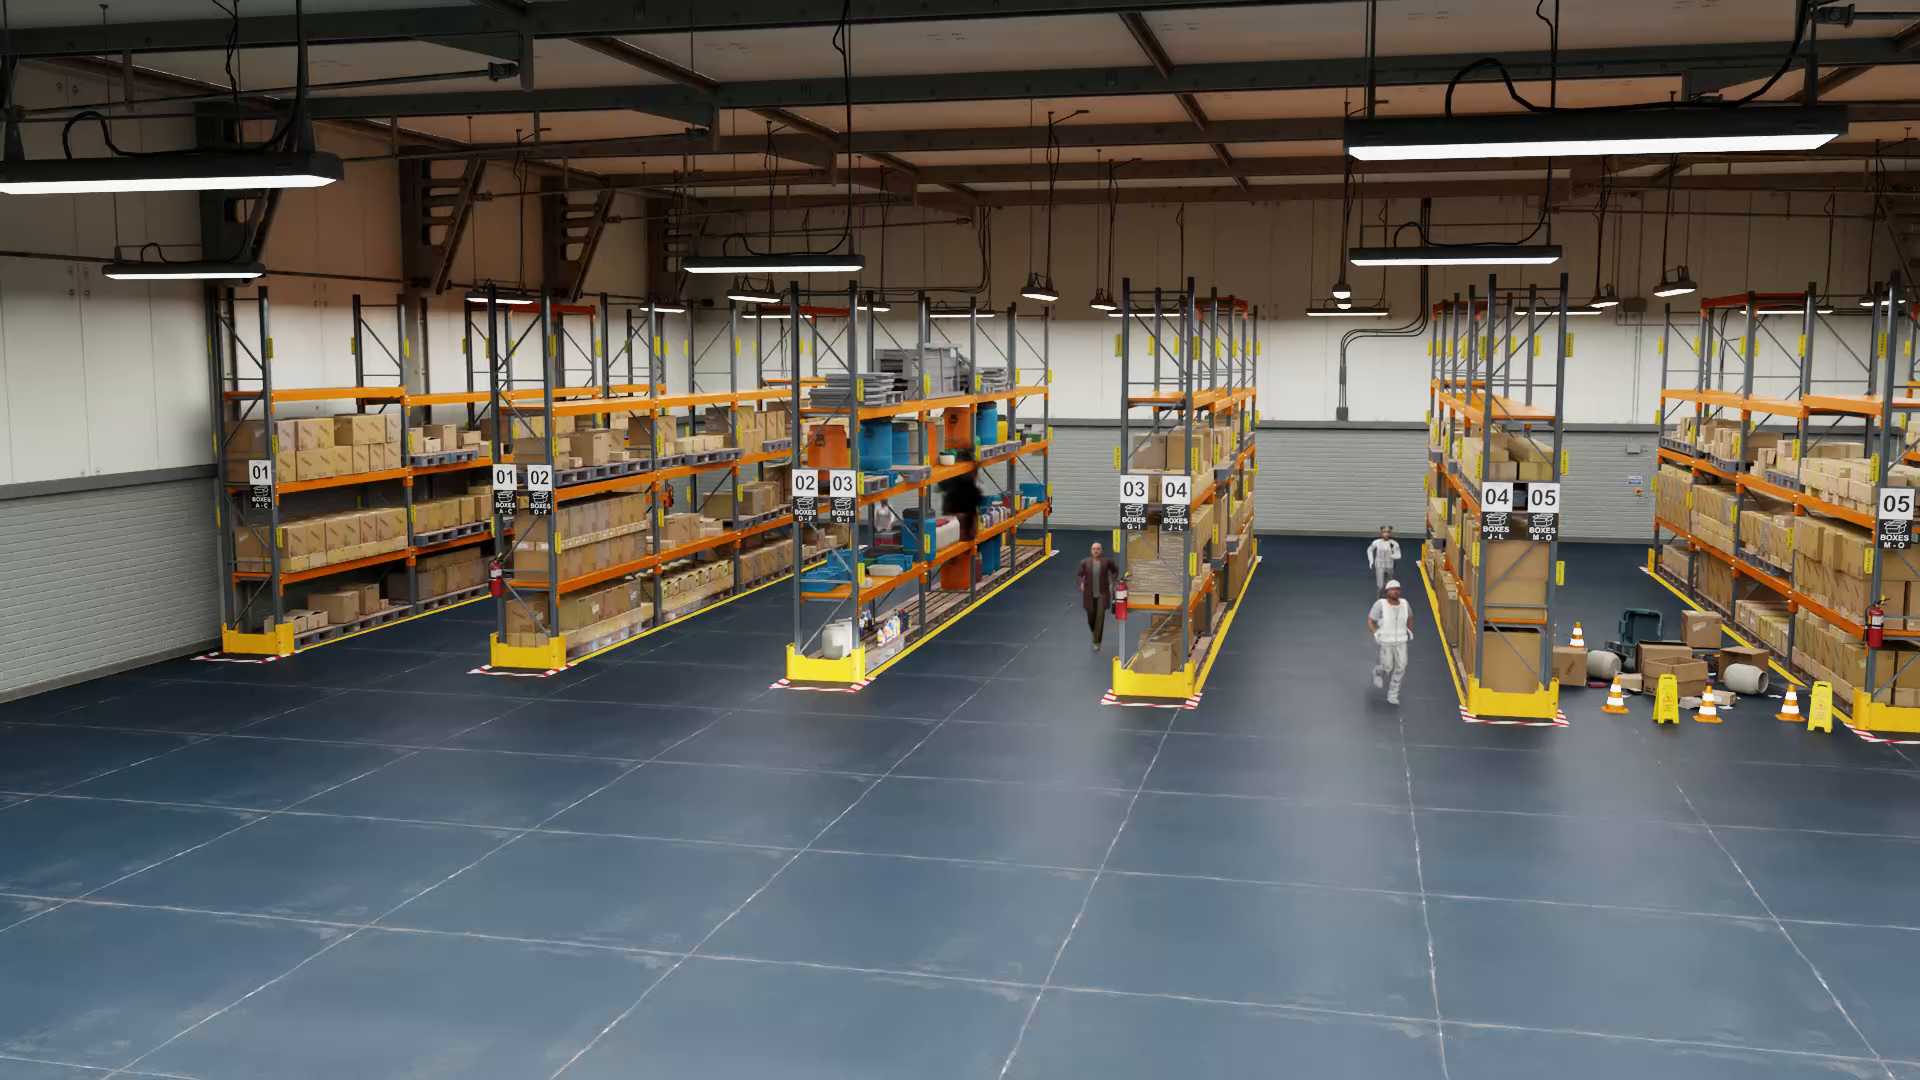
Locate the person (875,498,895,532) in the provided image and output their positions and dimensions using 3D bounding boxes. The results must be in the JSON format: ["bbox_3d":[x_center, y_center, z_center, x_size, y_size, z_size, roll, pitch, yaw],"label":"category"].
[{"bbox_3d":[-1.807,-0.265,39.142,0.558,1.576,0.627,0,7,2],"label":"person"}]

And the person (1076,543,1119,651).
[{"bbox_3d":[2.269,0.907,27.534,0.707,1.757,0.935,1,7,9],"label":"person"}]

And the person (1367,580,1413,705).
[{"bbox_3d":[6.138,1.432,23.649,0.683,1.743,0.689,-1,7,-5],"label":"person"}]

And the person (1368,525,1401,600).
[{"bbox_3d":[7.988,0.576,31.291,0.576,1.749,0.732,1,7,5],"label":"person"}]
